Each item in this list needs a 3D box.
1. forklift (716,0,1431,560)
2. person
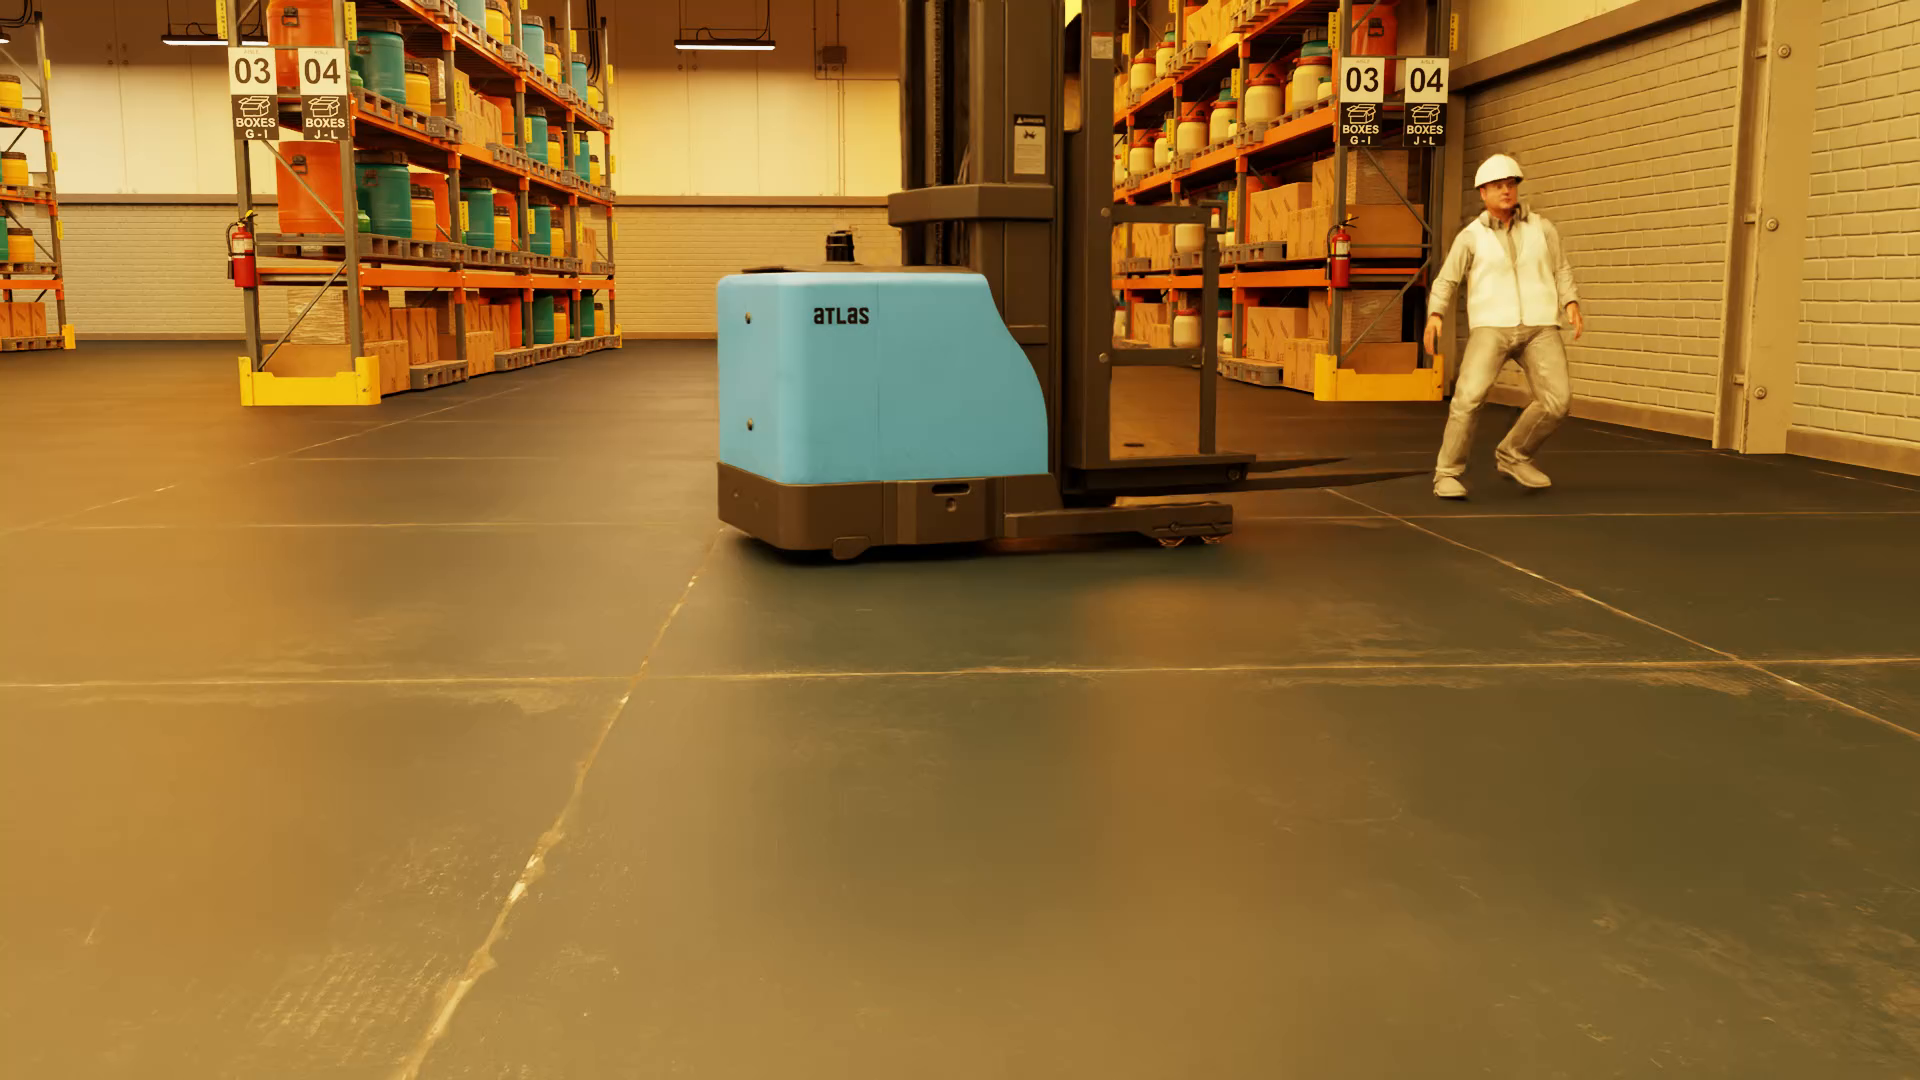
[{"bbox_3d":[0.558,-1.493,6.884,3.031,2.935,1.130,-4,9,-23],"label":"forklift"},{"bbox_3d":[2.665,-1.055,8.212,0.767,1.681,0.625,1,9,7],"label":"person"}]
